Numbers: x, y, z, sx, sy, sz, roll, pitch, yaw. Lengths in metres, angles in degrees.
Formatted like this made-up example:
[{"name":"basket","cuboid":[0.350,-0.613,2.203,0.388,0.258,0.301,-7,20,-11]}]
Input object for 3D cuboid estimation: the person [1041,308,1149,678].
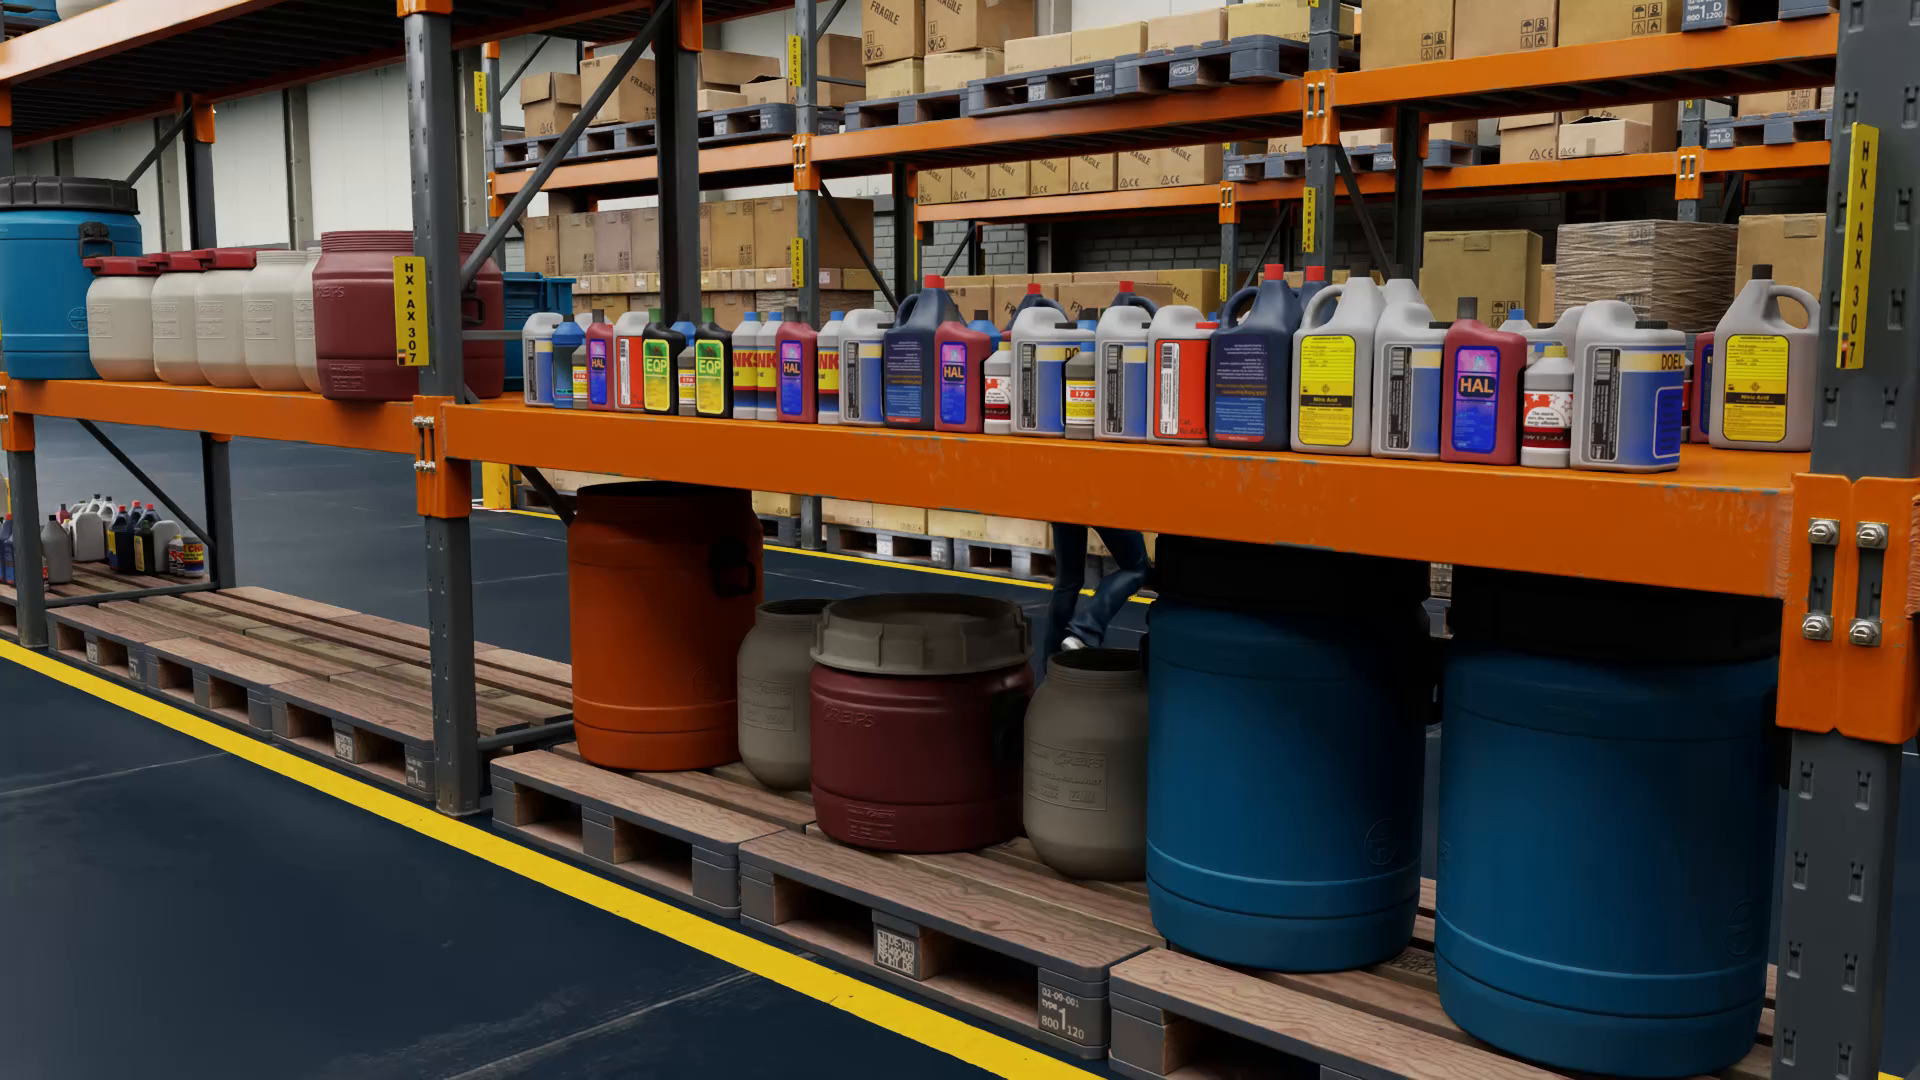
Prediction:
[{"name":"person","cuboid":[0.530,-0.157,6.889,0.441,1.590,0.450,-7,10,-42]}]
